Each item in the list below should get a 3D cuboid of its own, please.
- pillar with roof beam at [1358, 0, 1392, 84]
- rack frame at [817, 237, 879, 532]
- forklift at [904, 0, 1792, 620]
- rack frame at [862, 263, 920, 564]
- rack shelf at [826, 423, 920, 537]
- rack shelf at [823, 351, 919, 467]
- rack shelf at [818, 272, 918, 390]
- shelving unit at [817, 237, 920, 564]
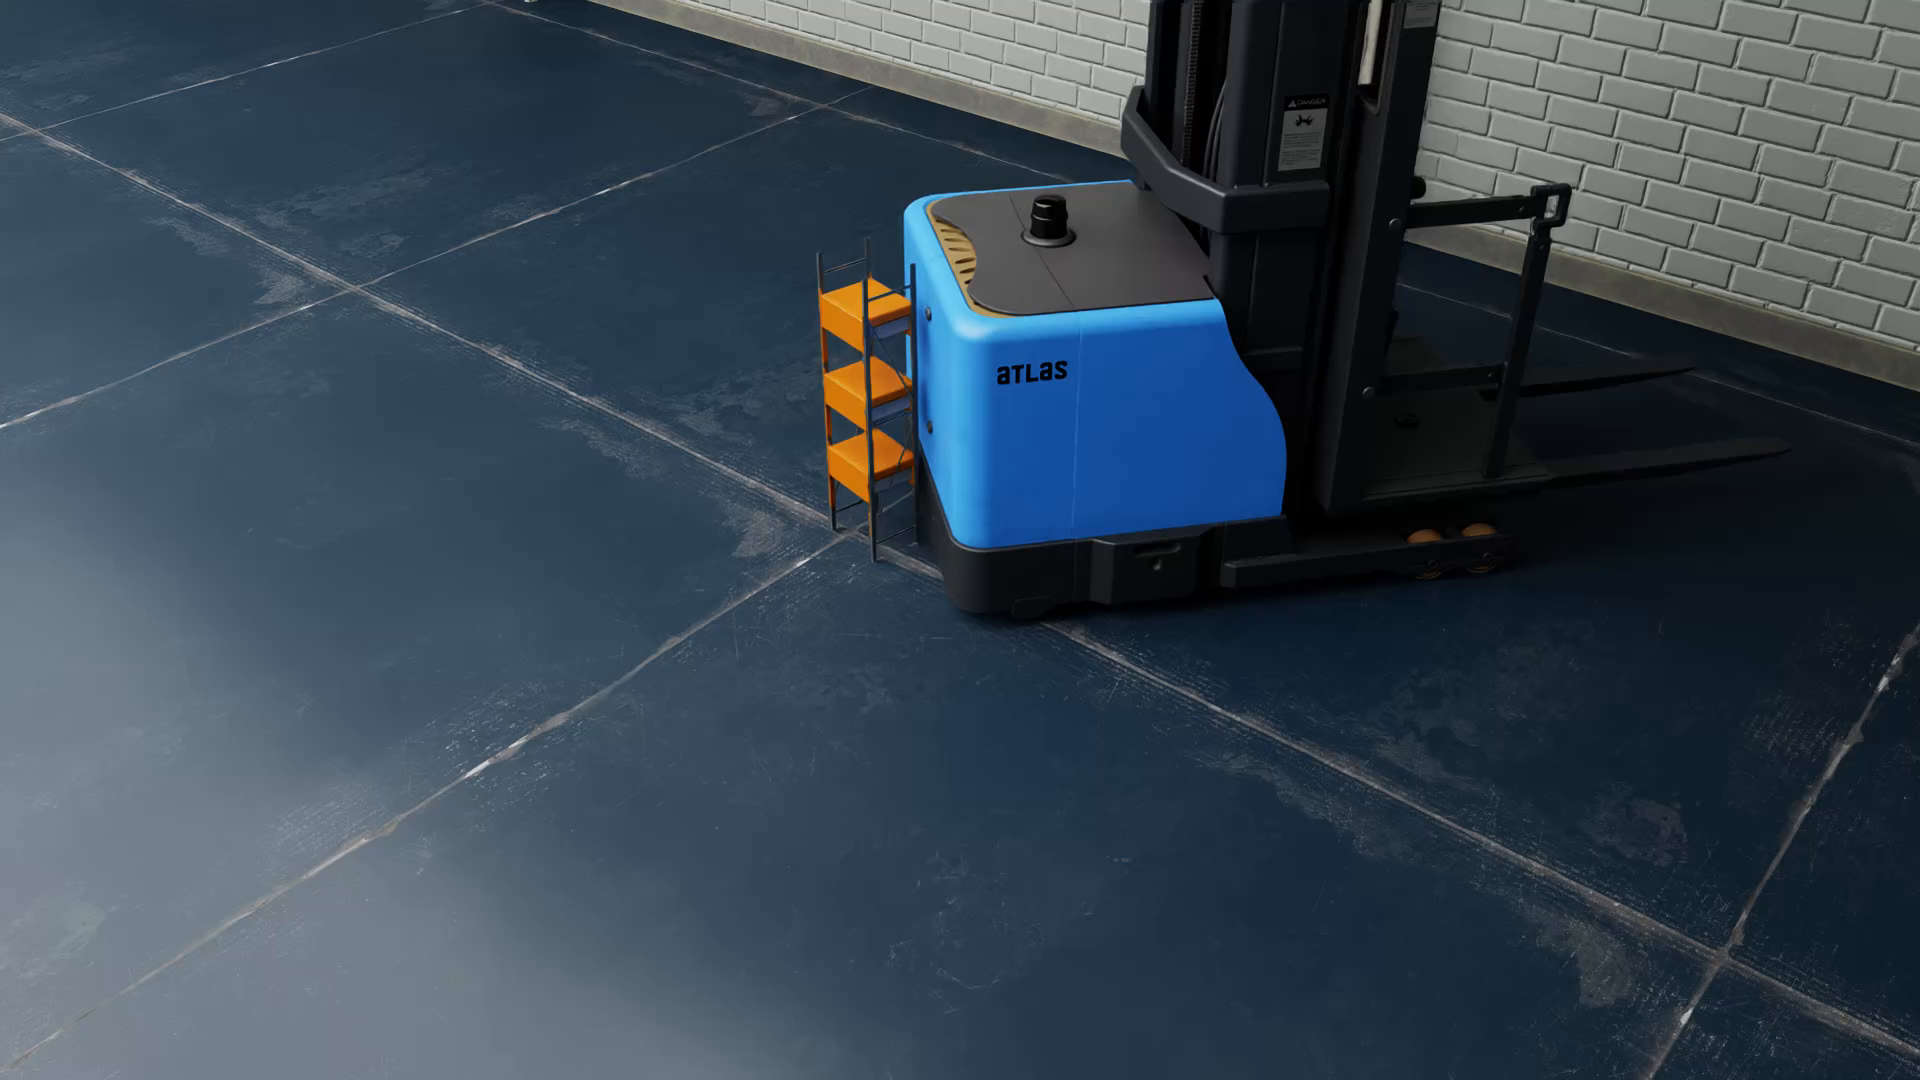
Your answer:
[{"bbox_3d":[-1.009,-3.312,2.623,0.400,9.000,9.100,25,42,32],"label":"pillar with roof beam"},{"bbox_3d":[-0.368,-0.497,5.547,0.200,1.050,0.008,-24,41,-31],"label":"rack frame"},{"bbox_3d":[1.370,-1.363,5.146,3.031,2.935,1.130,-6,35,-9],"label":"forklift"},{"bbox_3d":[-0.218,-0.389,5.388,0.200,1.050,0.008,-24,41,-31],"label":"rack frame"},{"bbox_3d":[-0.293,-0.205,5.631,0.215,0.259,0.240,-24,41,-31],"label":"rack shelf"},{"bbox_3d":[-0.293,-0.434,5.474,0.215,0.259,0.240,-24,41,-31],"label":"rack shelf"},{"bbox_3d":[-0.293,-0.668,5.313,0.215,0.259,0.240,-24,41,-31],"label":"rack shelf"},{"bbox_3d":[-0.293,-0.443,5.468,0.215,1.050,0.252,-24,41,-31],"label":"shelving unit"}]
